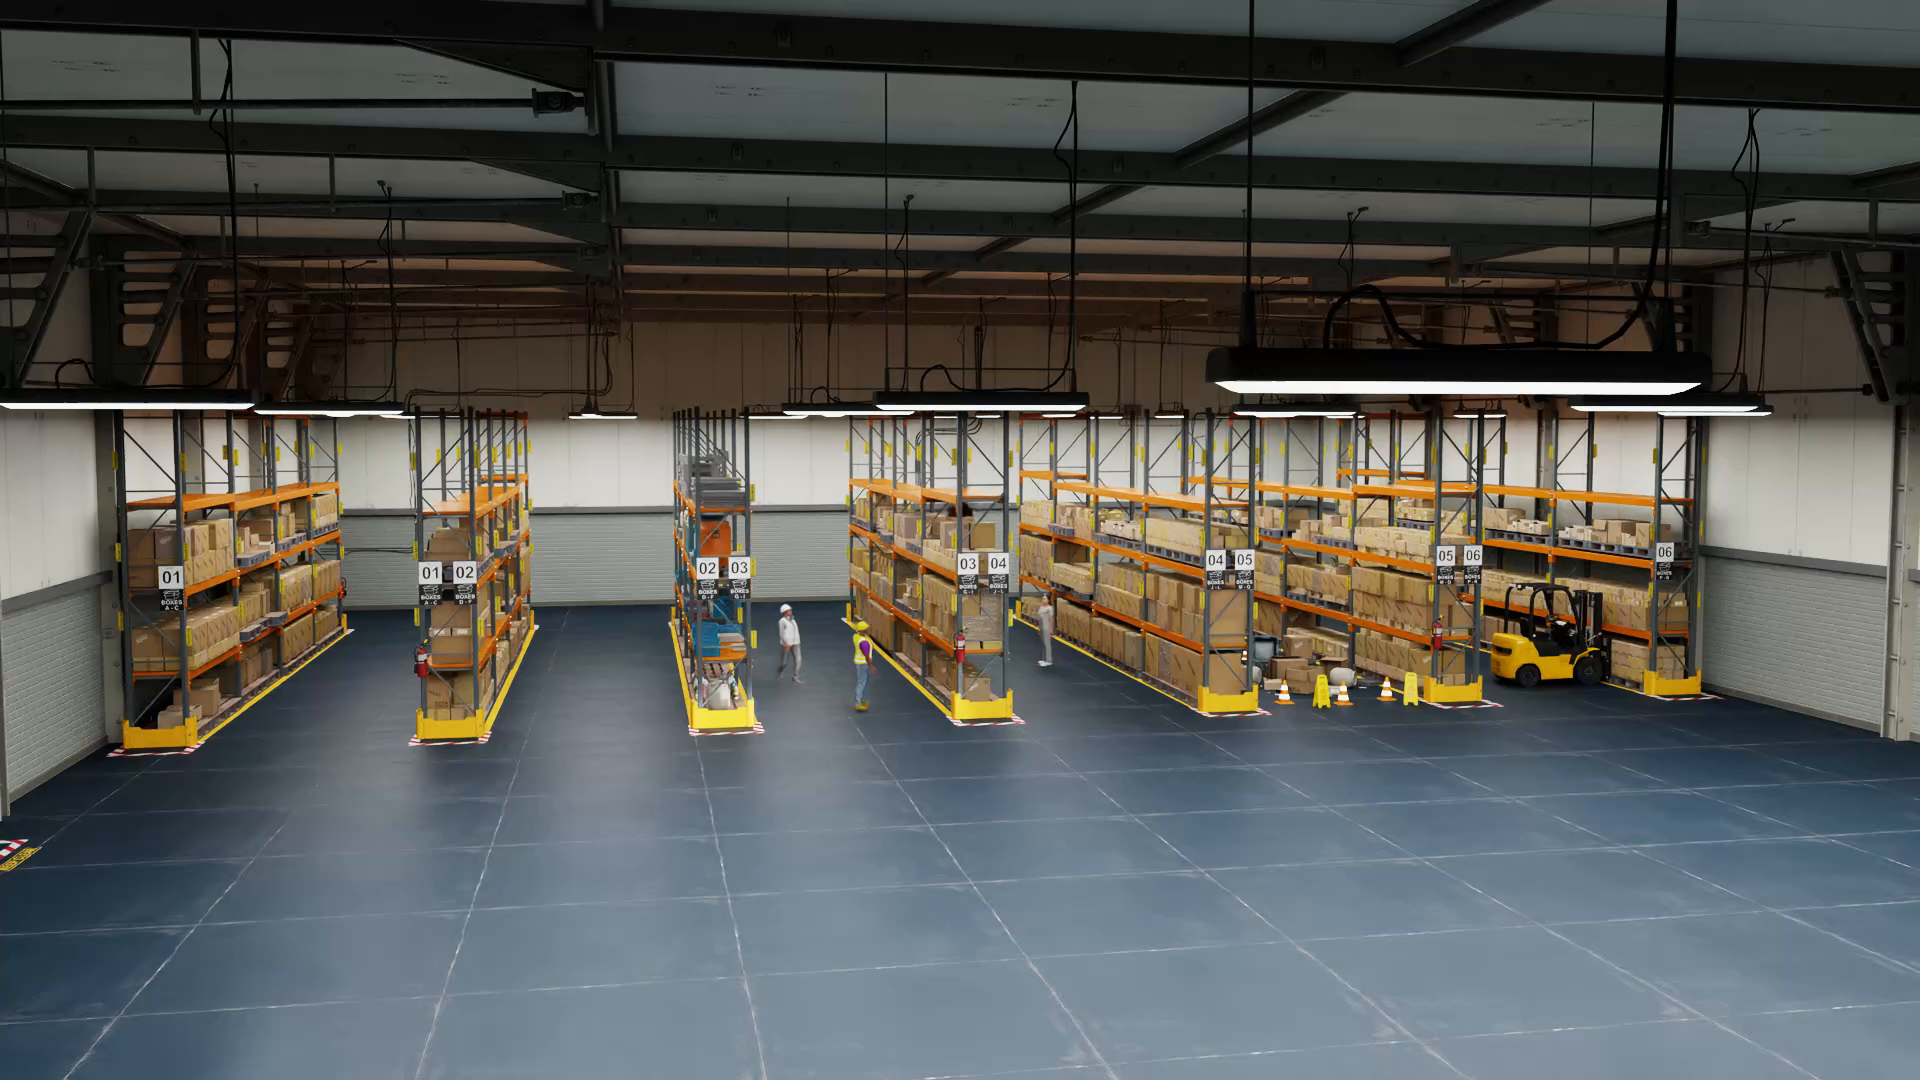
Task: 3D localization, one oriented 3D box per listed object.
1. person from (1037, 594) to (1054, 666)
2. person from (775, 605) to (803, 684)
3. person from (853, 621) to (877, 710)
[{"bbox_3d":[1.998,2.106,39.087,0.360,1.676,0.503,-2,5,-26],"label":"person"},{"bbox_3d":[-3.754,2.275,36.367,0.512,1.720,0.912,-2,5,-29],"label":"person"},{"bbox_3d":[-1.913,2.504,33.162,0.480,1.801,0.694,-1,4,-9],"label":"person"}]
